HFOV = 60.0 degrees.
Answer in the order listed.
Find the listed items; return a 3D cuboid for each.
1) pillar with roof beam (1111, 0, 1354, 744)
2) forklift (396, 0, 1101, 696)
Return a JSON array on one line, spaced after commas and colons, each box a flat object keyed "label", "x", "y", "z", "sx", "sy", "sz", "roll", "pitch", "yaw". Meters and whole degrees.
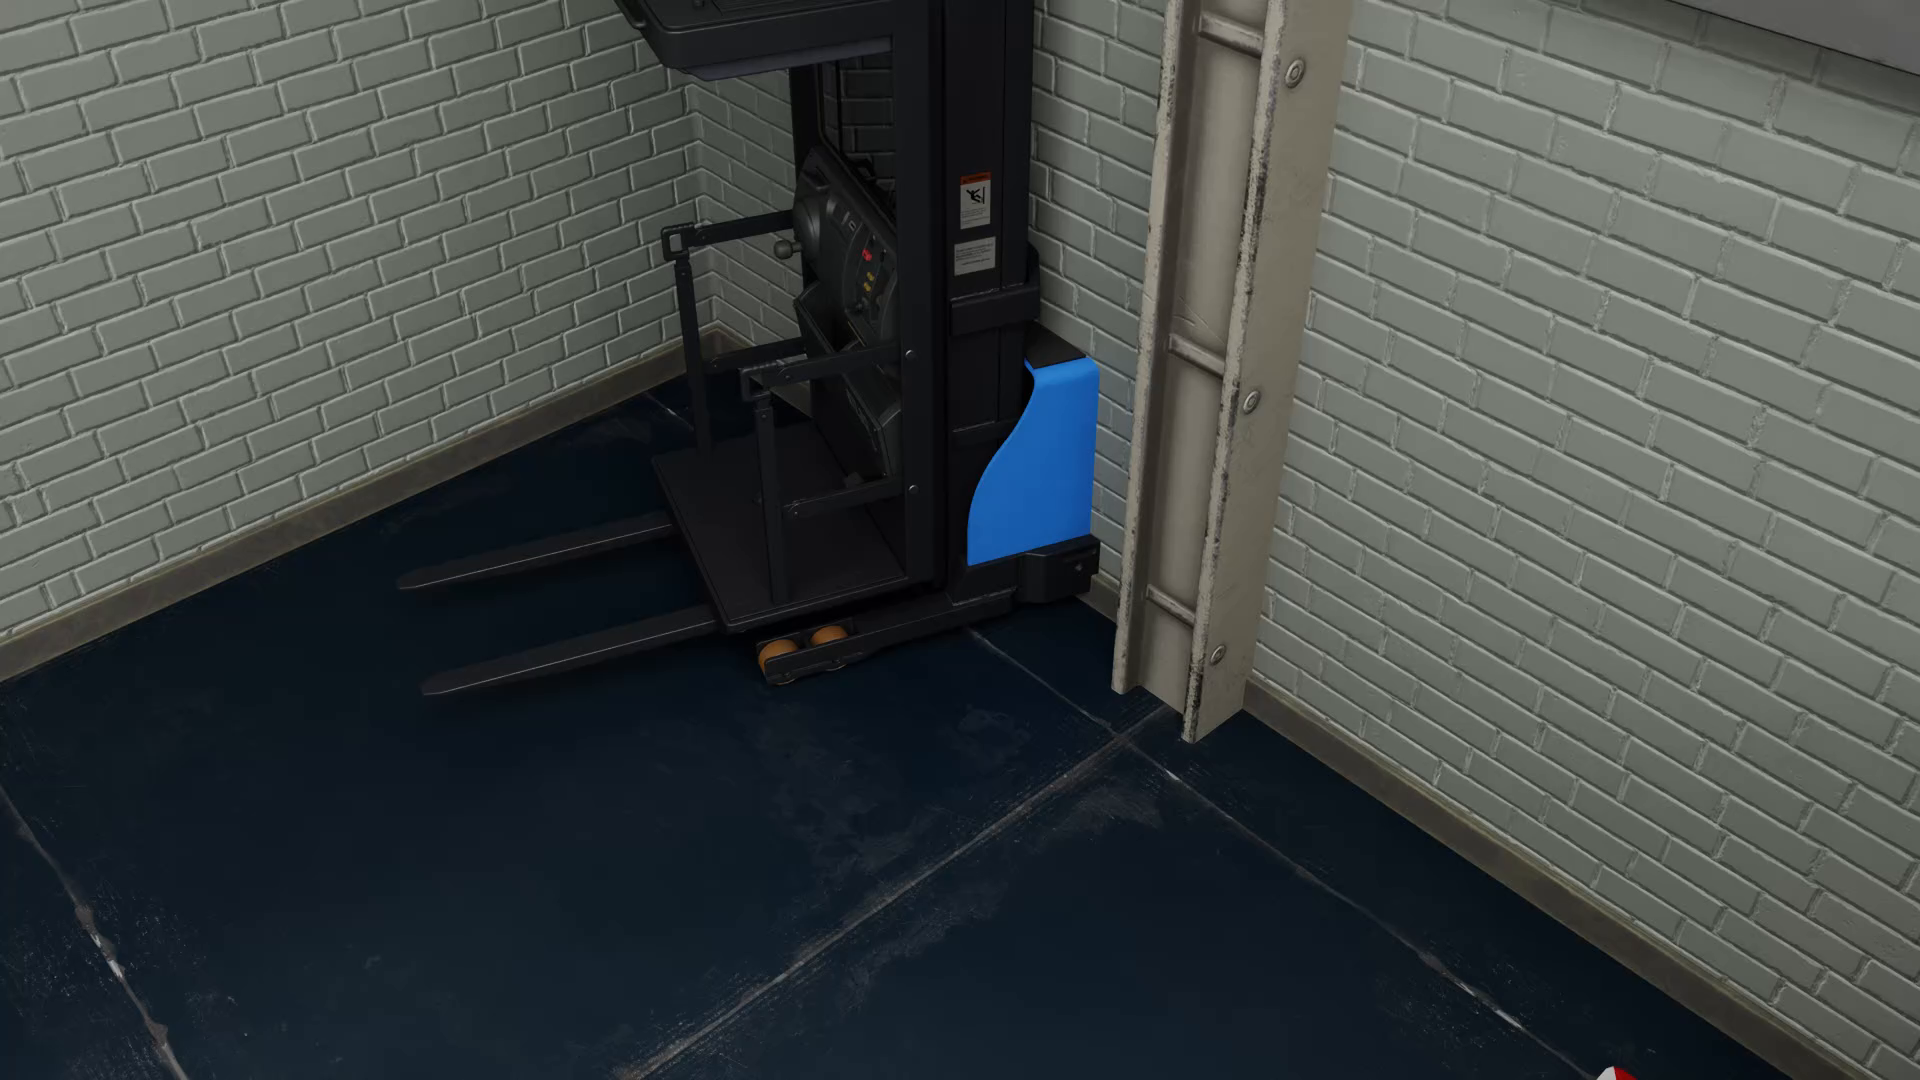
[{"label": "pillar with roof beam", "x": -2.375, "y": -1.107, "z": 0.959, "sx": 9.100, "sy": 9.000, "sz": 0.400, "roll": -30, "pitch": 48, "yaw": -32}, {"label": "forklift", "x": -0.582, "y": -0.989, "z": 5.642, "sx": 3.031, "sy": 2.935, "sz": 1.130, "roll": -15, "pitch": 41, "yaw": -17}]
